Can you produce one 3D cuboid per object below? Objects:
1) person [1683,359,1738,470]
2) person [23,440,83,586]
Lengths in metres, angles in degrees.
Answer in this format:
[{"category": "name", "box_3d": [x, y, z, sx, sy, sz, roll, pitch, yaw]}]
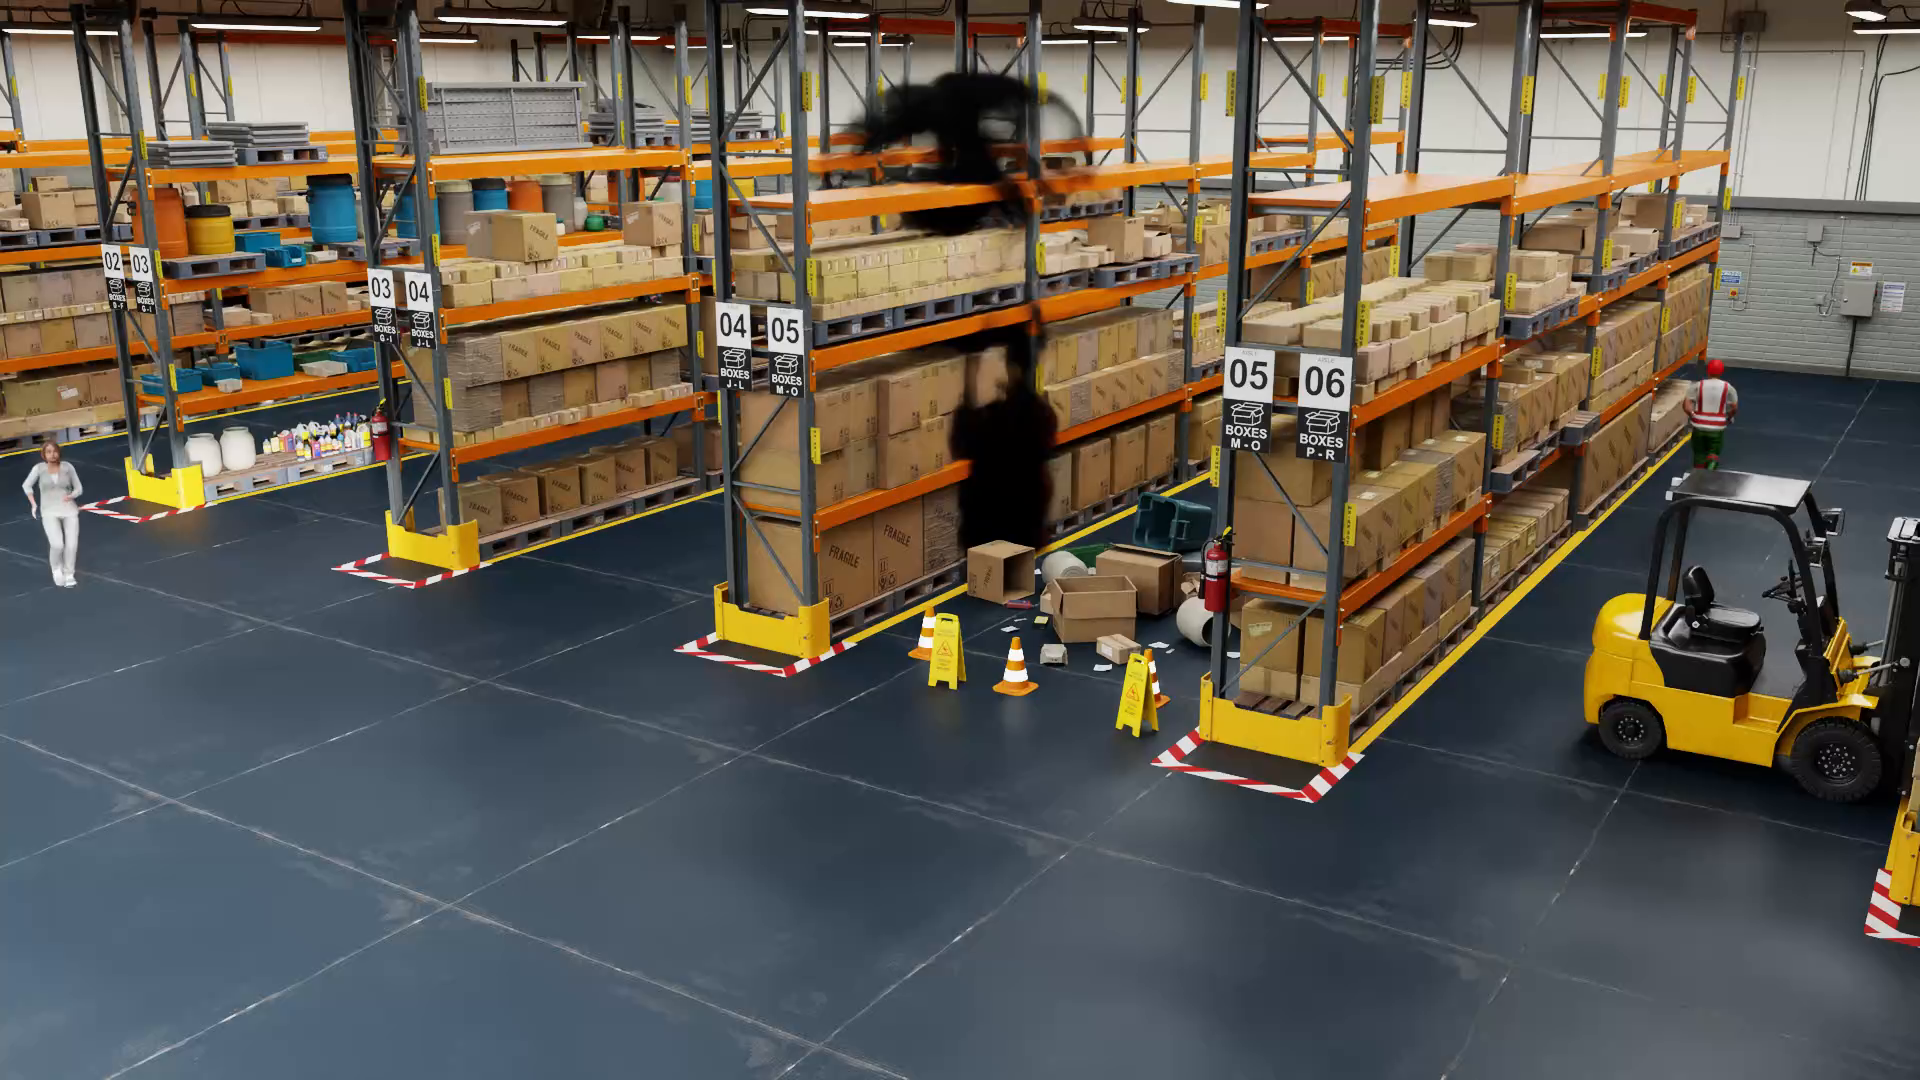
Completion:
[{"category": "person", "box_3d": [9.495, -1.424, 21.122, 0.638, 1.755, 0.730, 7, 17, 24]}, {"category": "person", "box_3d": [-9.293, -0.248, 17.144, 0.513, 1.563, 0.605, -11, 19, -35]}]
